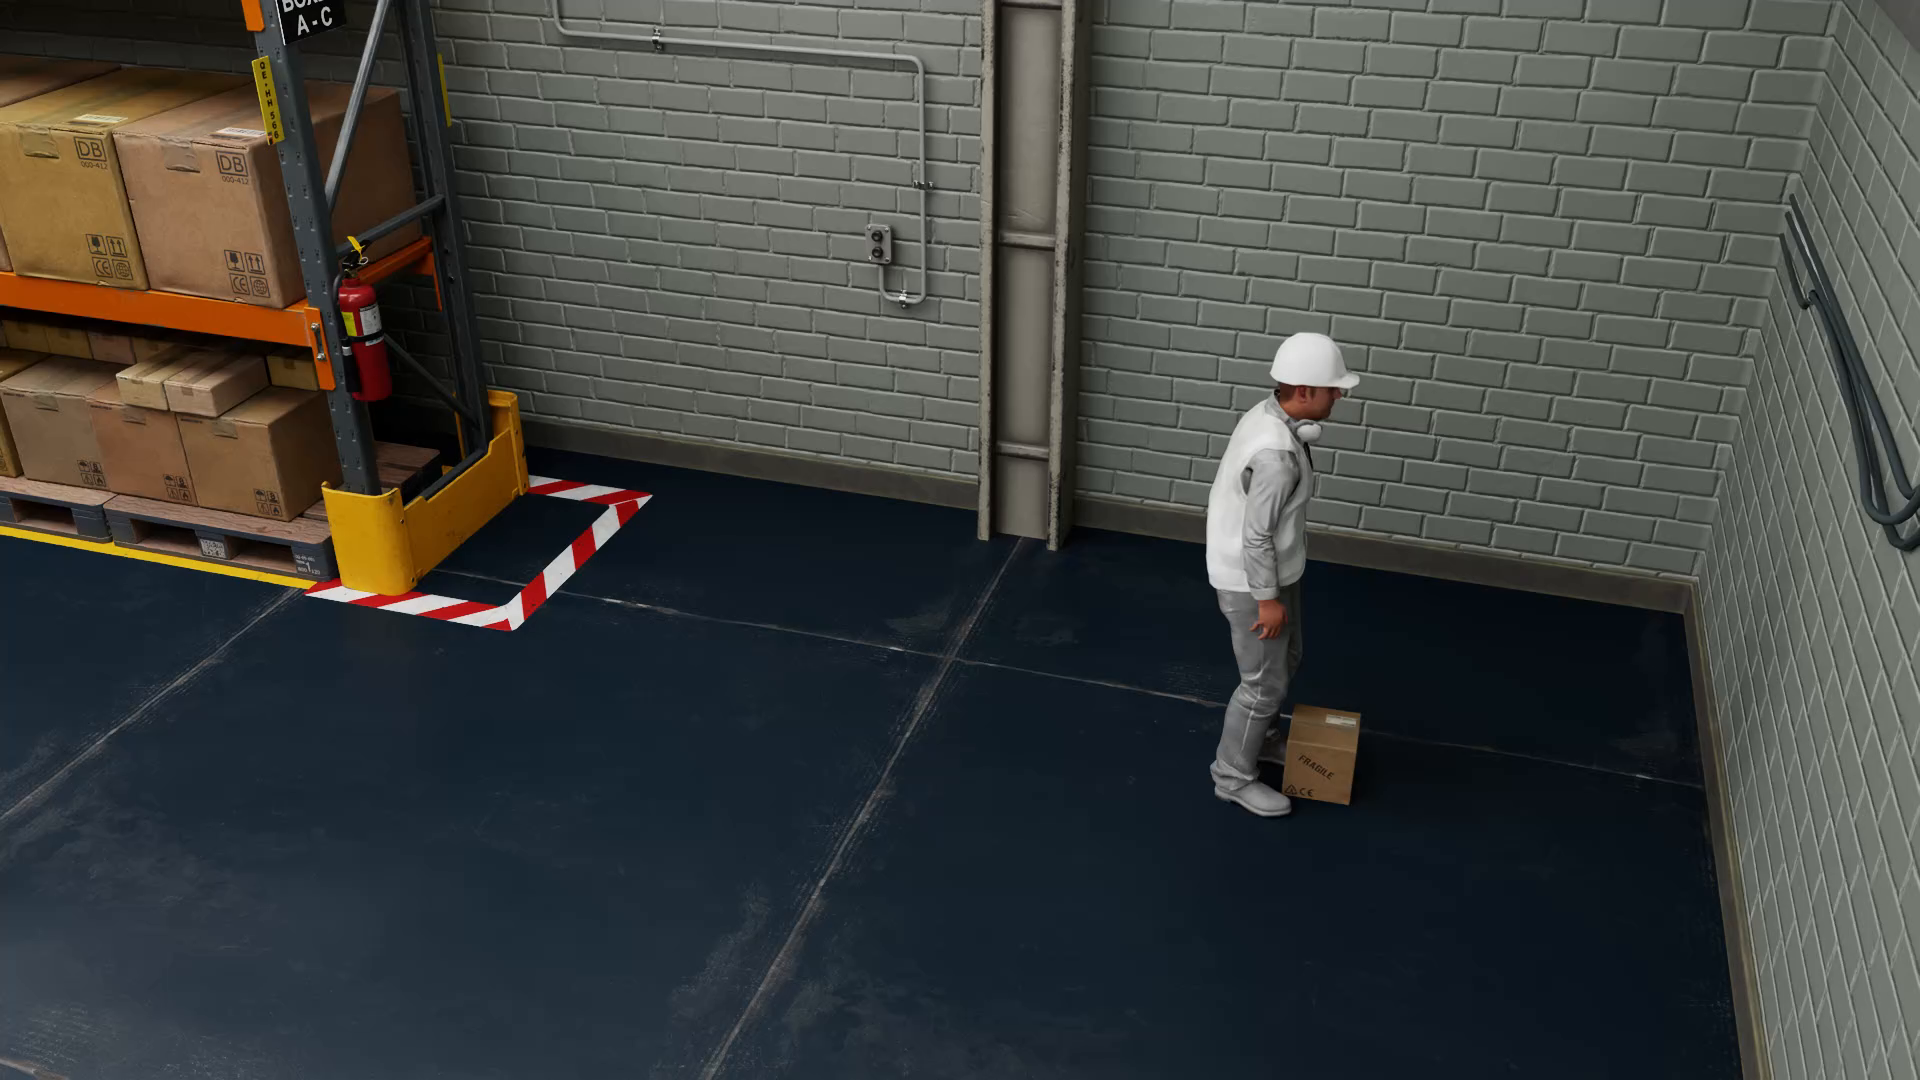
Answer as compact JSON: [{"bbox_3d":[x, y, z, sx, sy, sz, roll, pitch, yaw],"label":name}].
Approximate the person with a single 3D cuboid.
[{"bbox_3d":[1.105,0.102,5.919,0.476,1.767,0.582,7,30,12],"label":"person"}]
